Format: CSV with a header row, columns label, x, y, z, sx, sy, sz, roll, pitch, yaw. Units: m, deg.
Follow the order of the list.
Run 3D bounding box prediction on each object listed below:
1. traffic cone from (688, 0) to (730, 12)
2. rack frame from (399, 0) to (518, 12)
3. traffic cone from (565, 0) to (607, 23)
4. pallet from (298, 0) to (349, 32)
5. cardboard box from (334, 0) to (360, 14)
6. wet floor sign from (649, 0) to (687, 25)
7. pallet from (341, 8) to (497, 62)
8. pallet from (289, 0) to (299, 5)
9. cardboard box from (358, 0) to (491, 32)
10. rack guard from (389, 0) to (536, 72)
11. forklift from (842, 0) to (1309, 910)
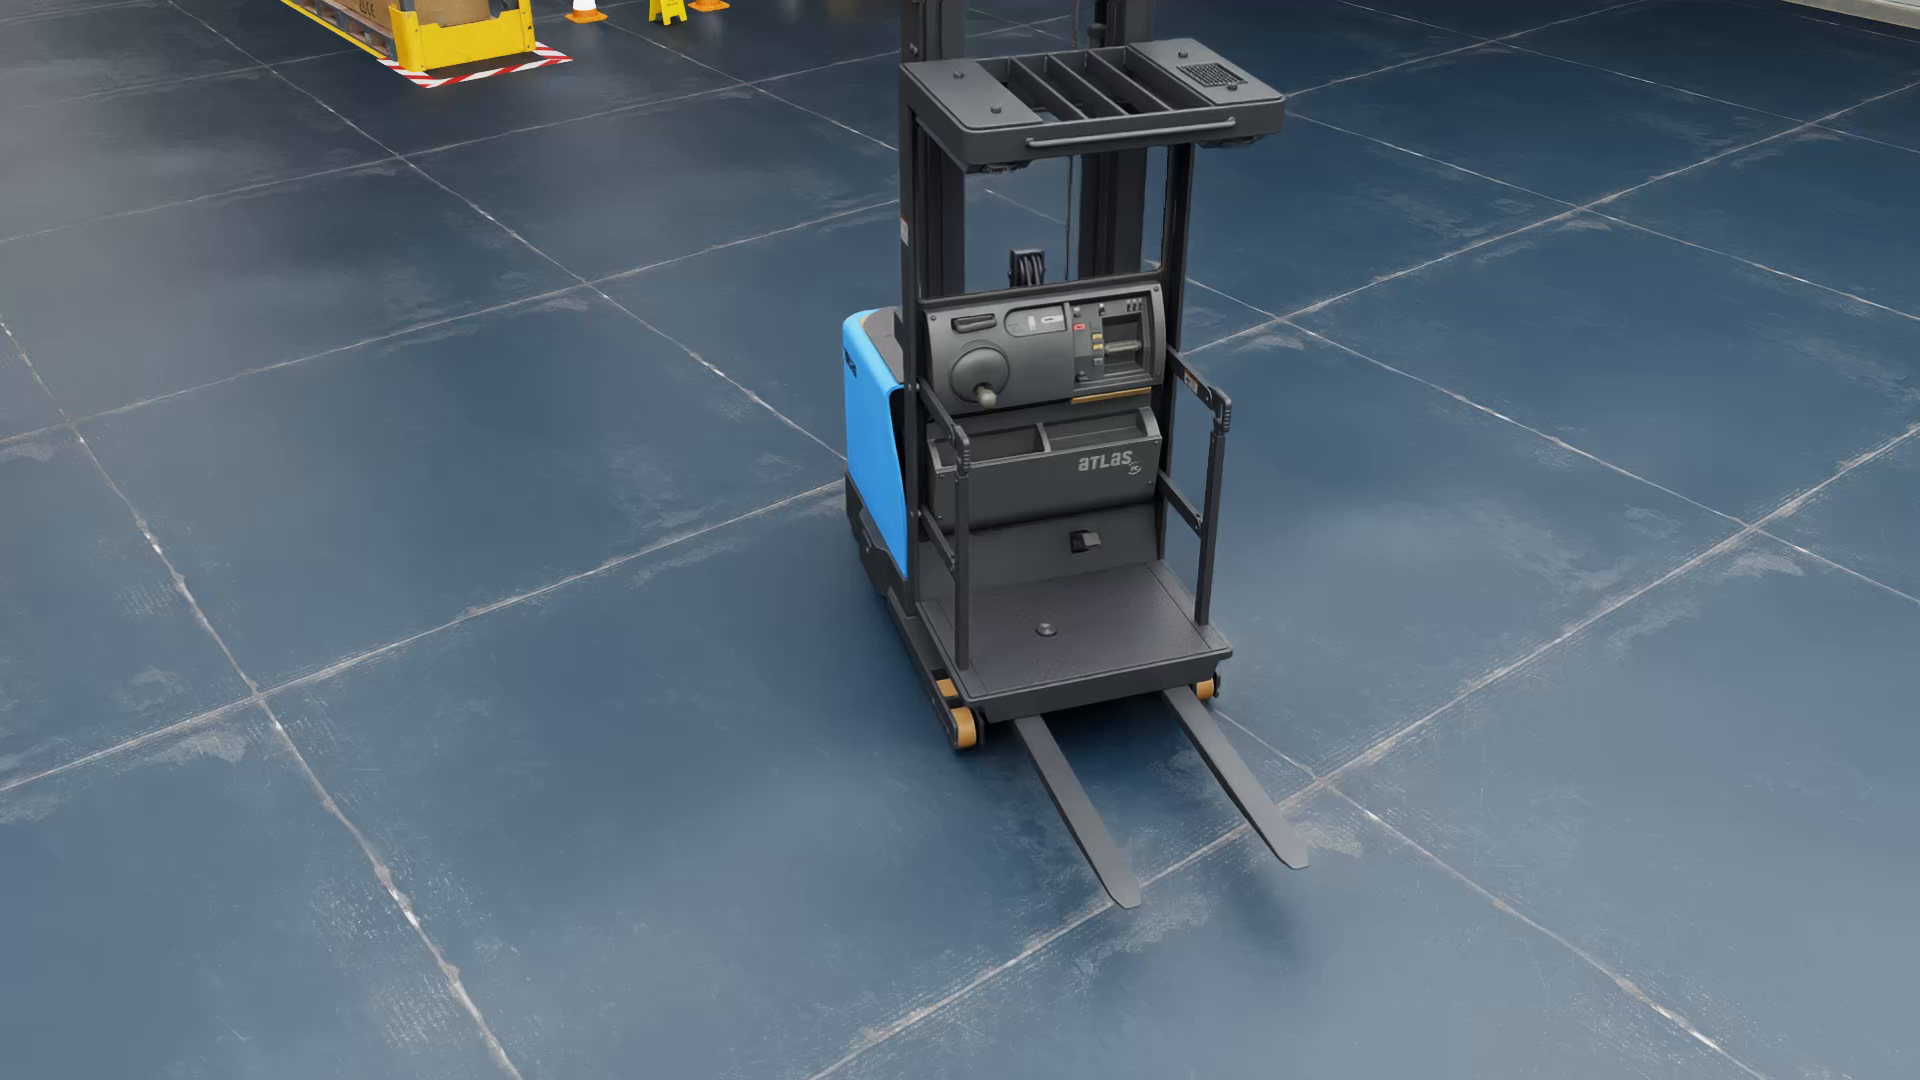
label,x,y,z,sx,sy,sz,roll,pitch,yaw
traffic cone,-2.422,-5.345,15.917,0.336,0.463,0.334,-22,38,-31
rack frame,-4.320,-5.518,13.791,1.000,3.000,0.127,-22,38,-31
traffic cone,-3.523,-5.121,15.556,0.336,0.463,0.334,-22,38,-31
pallet,-5.616,-5.149,15.841,1.003,0.211,1.213,-22,38,-31
cardboard box,-5.329,-5.421,15.251,0.875,0.875,0.875,-23,39,-32
wet floor sign,-2.738,-5.146,15.424,0.232,0.644,0.267,26,40,35
pallet,-4.872,-4.641,15.023,1.003,0.211,1.213,-22,38,-31
pallet,-6.368,-5.658,16.660,1.003,0.211,1.213,-22,38,-31
cardboard box,-4.788,-5.055,14.661,0.875,0.875,0.875,-22,38,-31
rack guard,-4.305,-4.446,14.434,1.175,0.500,0.348,-22,38,-31
forklift,0.397,-0.672,6.054,1.130,2.935,3.031,-9,33,-15
